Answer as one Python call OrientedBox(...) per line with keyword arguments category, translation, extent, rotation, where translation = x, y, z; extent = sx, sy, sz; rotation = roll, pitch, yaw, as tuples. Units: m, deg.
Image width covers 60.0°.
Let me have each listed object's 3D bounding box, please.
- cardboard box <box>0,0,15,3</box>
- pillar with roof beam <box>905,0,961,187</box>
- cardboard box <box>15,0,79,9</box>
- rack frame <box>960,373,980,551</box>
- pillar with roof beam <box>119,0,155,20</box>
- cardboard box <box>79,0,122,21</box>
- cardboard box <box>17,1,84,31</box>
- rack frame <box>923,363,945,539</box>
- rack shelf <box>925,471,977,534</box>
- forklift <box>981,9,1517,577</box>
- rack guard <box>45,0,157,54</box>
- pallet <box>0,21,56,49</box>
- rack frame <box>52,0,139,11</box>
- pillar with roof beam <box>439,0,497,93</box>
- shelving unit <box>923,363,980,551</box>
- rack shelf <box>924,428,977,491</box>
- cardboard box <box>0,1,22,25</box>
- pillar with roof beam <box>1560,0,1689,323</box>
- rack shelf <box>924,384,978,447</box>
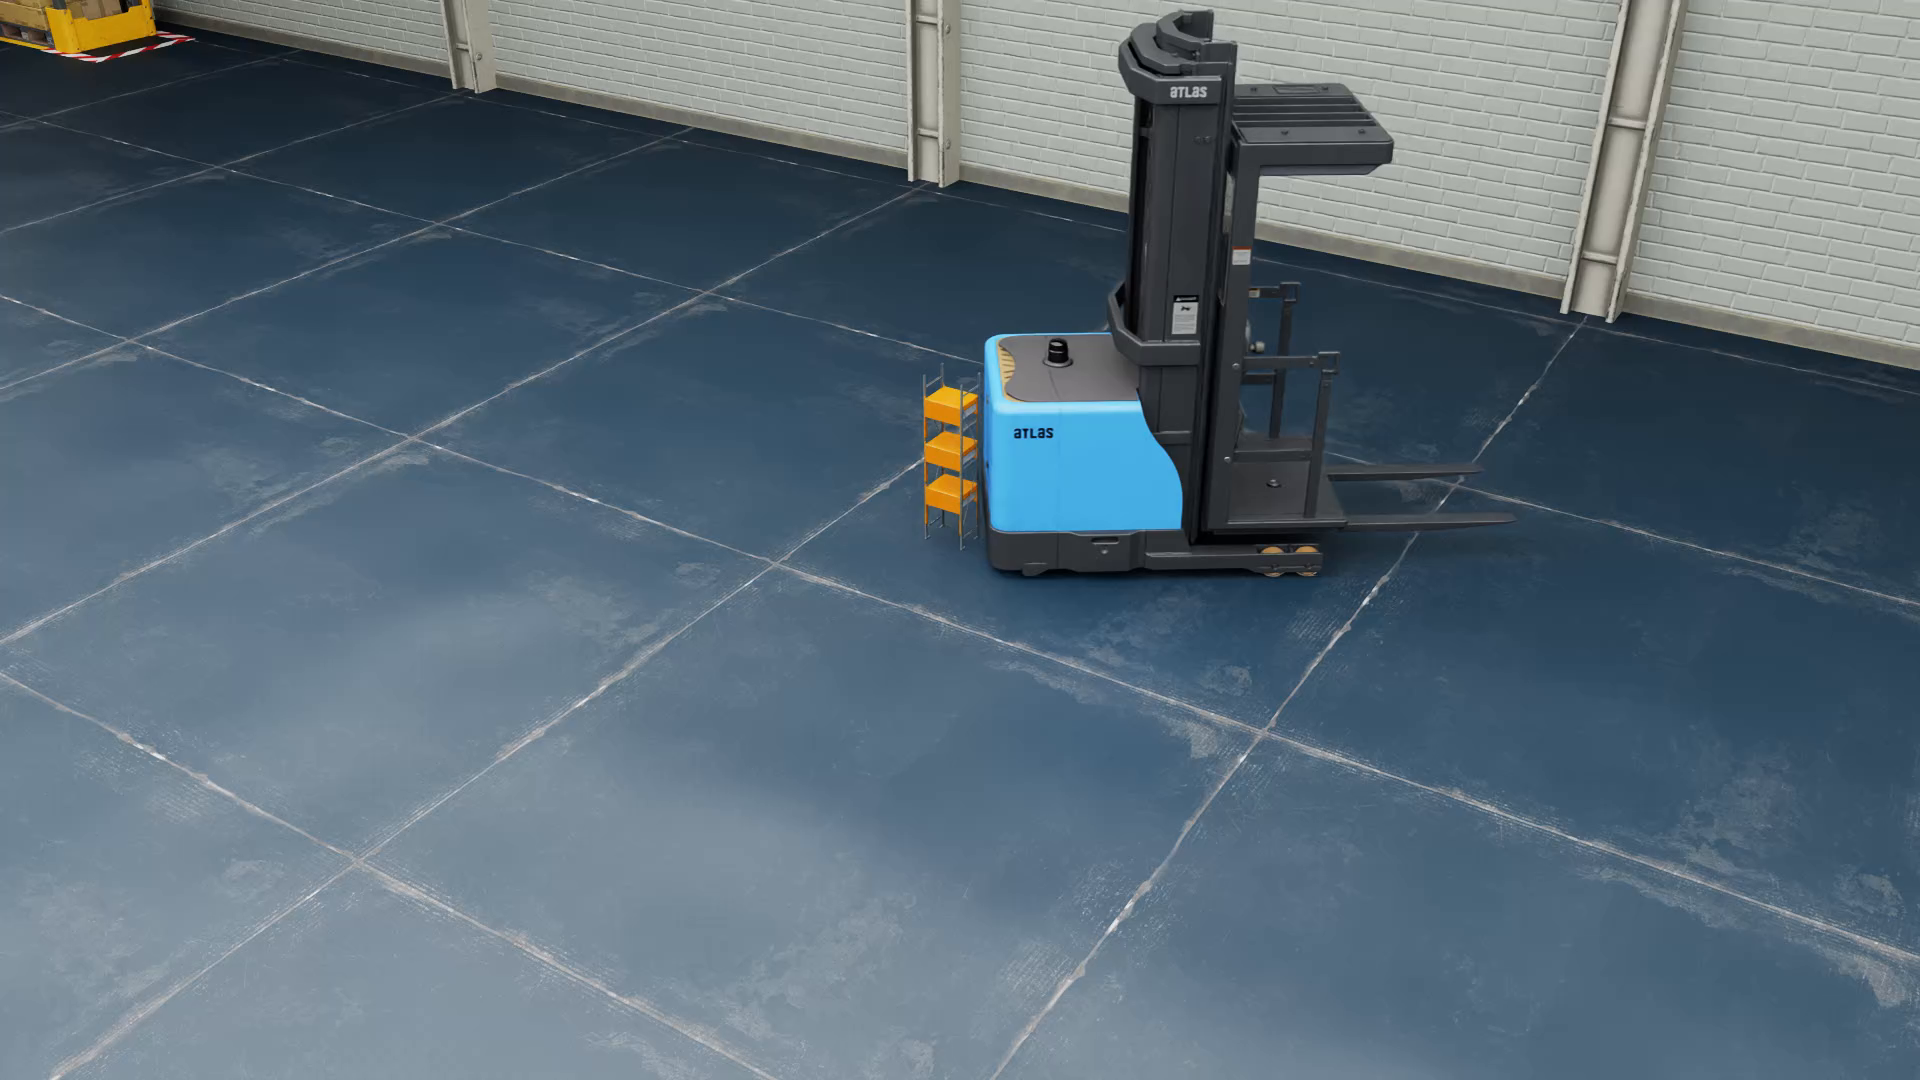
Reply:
OrientedBox(category="cardboard box", translation=(-11.289, -6.648, 19.985), extent=(0.500, 0.250, 0.500), rotation=(17, 34, 27))
OrientedBox(category="pillar with roof beam", translation=(-2.527, -5.413, 10.099), extent=(0.400, 9.000, 9.100), rotation=(18, 35, 27))
OrientedBox(category="cardboard box", translation=(-10.870, -6.510, 19.747), extent=(0.500, 0.250, 0.500), rotation=(17, 34, 27))
OrientedBox(category="rack frame", translation=(0.058, -0.435, 9.454), extent=(0.008, 1.050, 0.200), rotation=(18, 35, 27))
OrientedBox(category="pillar with roof beam", translation=(-12.691, -8.628, 15.609), extent=(0.400, 9.000, 9.100), rotation=(18, 35, 27))
OrientedBox(category="cardboard box", translation=(-10.603, -6.512, 20.247), extent=(0.500, 0.250, 0.500), rotation=(18, 35, 28))
OrientedBox(category="cardboard box", translation=(-10.857, -6.288, 19.863), extent=(0.500, 0.250, 0.500), rotation=(18, 35, 28))
OrientedBox(category="rack frame", translation=(-0.149, -0.500, 9.566), extent=(0.008, 1.050, 0.200), rotation=(18, 35, 27))
OrientedBox(category="rack shelf", translation=(-0.045, -0.219, 9.655), extent=(0.240, 0.259, 0.215), rotation=(18, 35, 27))
OrientedBox(category="forklift", translation=(1.660, -1.325, 9.112), extent=(3.031, 2.935, 1.130), rotation=(-1, 30, -2))
OrientedBox(category="rack guard", translation=(-10.271, -6.217, 19.910), extent=(0.348, 0.500, 1.175), rotation=(18, 35, 27))
OrientedBox(category="pallet", translation=(-10.961, -6.285, 20.314), extent=(1.213, 0.211, 1.003), rotation=(18, 35, 27))
OrientedBox(category="rack frame", translation=(-10.291, -7.303, 19.291), extent=(0.127, 3.000, 1.000), rotation=(18, 35, 27))
OrientedBox(category="pillar with roof beam", translation=(-7.609, -7.021, 12.854), extent=(0.400, 9.000, 9.100), rotation=(18, 35, 27))
OrientedBox(category="shelving unit", translation=(-0.045, -0.468, 9.510), extent=(0.252, 1.050, 0.215), rotation=(18, 35, 27))
OrientedBox(category="rack shelf", translation=(-0.045, -0.459, 9.515), extent=(0.240, 0.259, 0.215), rotation=(18, 35, 27))
OrientedBox(category="cardboard box", translation=(-11.273, -6.425, 20.098), extent=(0.500, 0.250, 0.500), rotation=(18, 35, 27))
OrientedBox(category="pillar with roof beam", translation=(2.555, -3.806, 7.344), extent=(0.400, 9.000, 9.100), rotation=(18, 35, 27))
OrientedBox(category="rack shelf", translation=(-0.045, -0.704, 9.372), extent=(0.240, 0.259, 0.215), rotation=(18, 35, 27))
